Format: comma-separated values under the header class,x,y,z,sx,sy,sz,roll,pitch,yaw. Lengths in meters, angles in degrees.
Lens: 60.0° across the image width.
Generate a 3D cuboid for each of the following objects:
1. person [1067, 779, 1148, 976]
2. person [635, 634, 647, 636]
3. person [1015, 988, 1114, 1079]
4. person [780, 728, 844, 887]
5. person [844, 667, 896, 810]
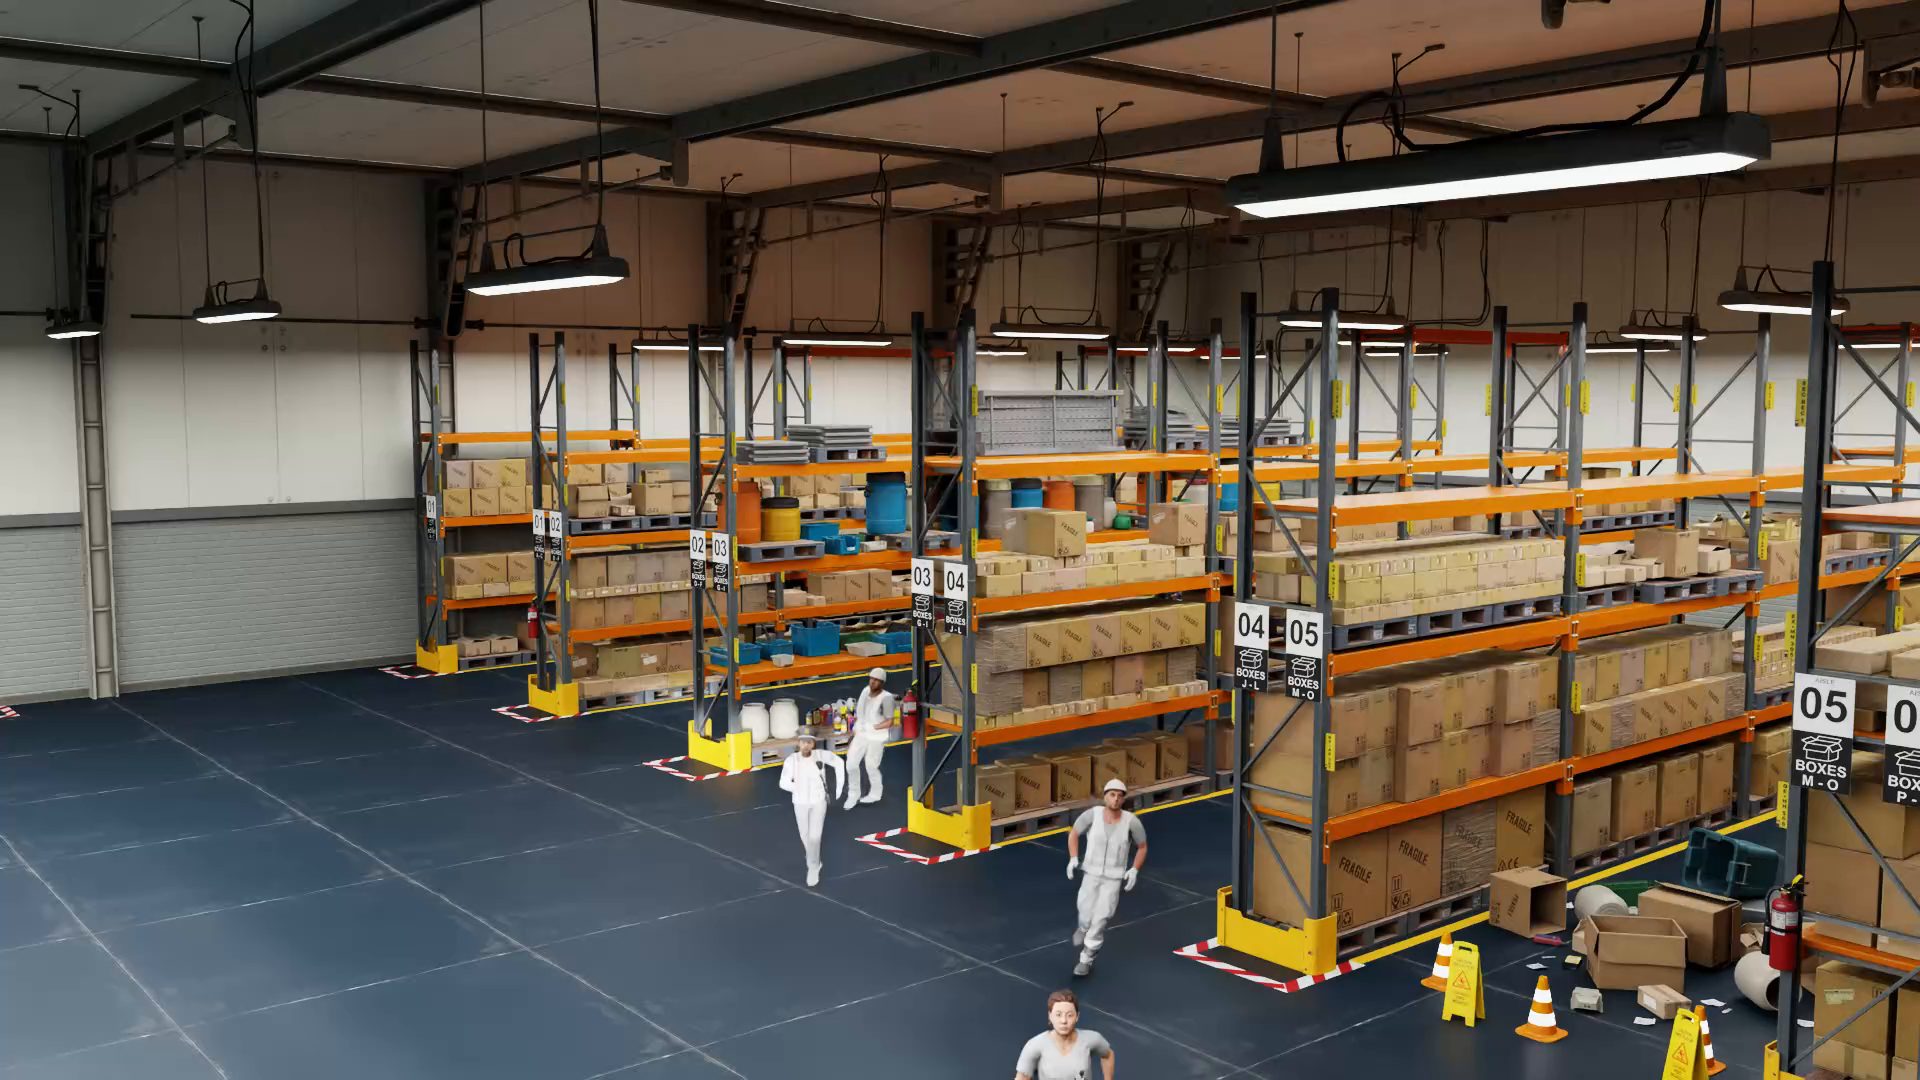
class,x,y,z,sx,sy,sz,roll,pitch,yaw
person,1.305,2.957,14.697,0.704,1.703,0.601,1,5,7
person,-5.584,1.582,29.149,0.855,1.833,0.607,-4,7,-39
person,0.603,3.437,9.648,0.580,1.731,0.775,0,5,4
person,-1.530,2.732,17.185,0.642,1.665,0.780,0,5,1
person,-1.078,2.427,20.246,0.697,1.786,0.665,3,6,33
